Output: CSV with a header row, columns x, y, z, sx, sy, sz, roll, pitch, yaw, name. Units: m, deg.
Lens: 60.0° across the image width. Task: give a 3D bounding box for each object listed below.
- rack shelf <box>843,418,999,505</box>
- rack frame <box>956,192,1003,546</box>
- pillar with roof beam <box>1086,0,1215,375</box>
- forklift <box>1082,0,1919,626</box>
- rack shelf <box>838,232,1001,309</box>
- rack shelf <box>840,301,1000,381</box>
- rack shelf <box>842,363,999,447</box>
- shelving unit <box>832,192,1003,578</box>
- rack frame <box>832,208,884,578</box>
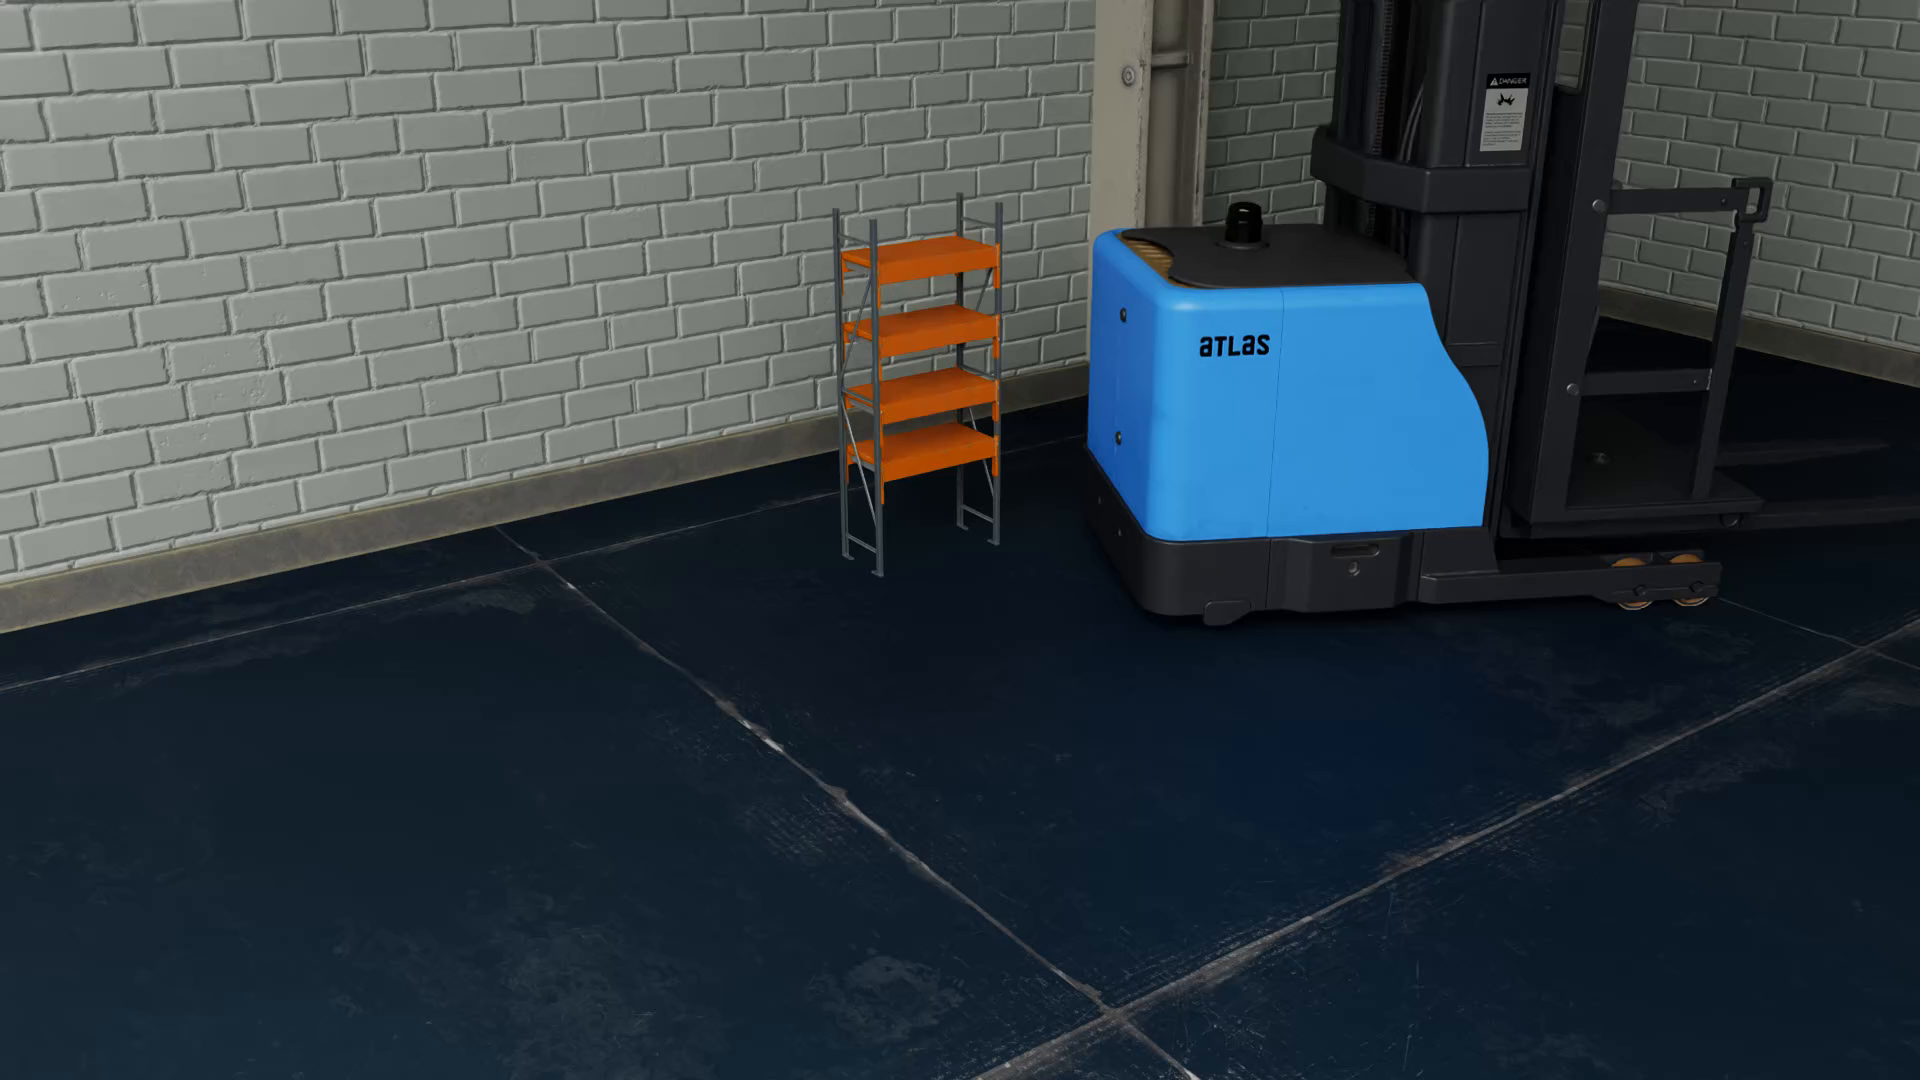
x,y,z,sx,sy,sz,roll,pitch,yaw,name
-0.134,-0.275,5.683,0.480,0.148,0.258,-15,26,-33,rack shelf
0.064,-0.574,5.717,0.015,1.200,0.240,-15,26,-33,rack frame
3.329,-3.551,2.653,0.400,9.000,9.100,-15,26,-33,pillar with roof beam
1.998,-1.327,5.267,3.031,2.935,1.130,-3,22,-8,forklift
-0.134,-0.886,5.439,0.480,0.148,0.258,-15,26,-33,rack shelf
-0.134,-0.667,5.526,0.480,0.148,0.258,-15,26,-33,rack shelf
-0.134,-0.459,5.609,0.480,0.148,0.258,-15,26,-33,rack shelf
-0.134,-0.521,5.584,0.503,1.200,0.258,-15,26,-33,shelving unit
-0.332,-0.469,5.452,0.015,1.200,0.240,-15,26,-33,rack frame
